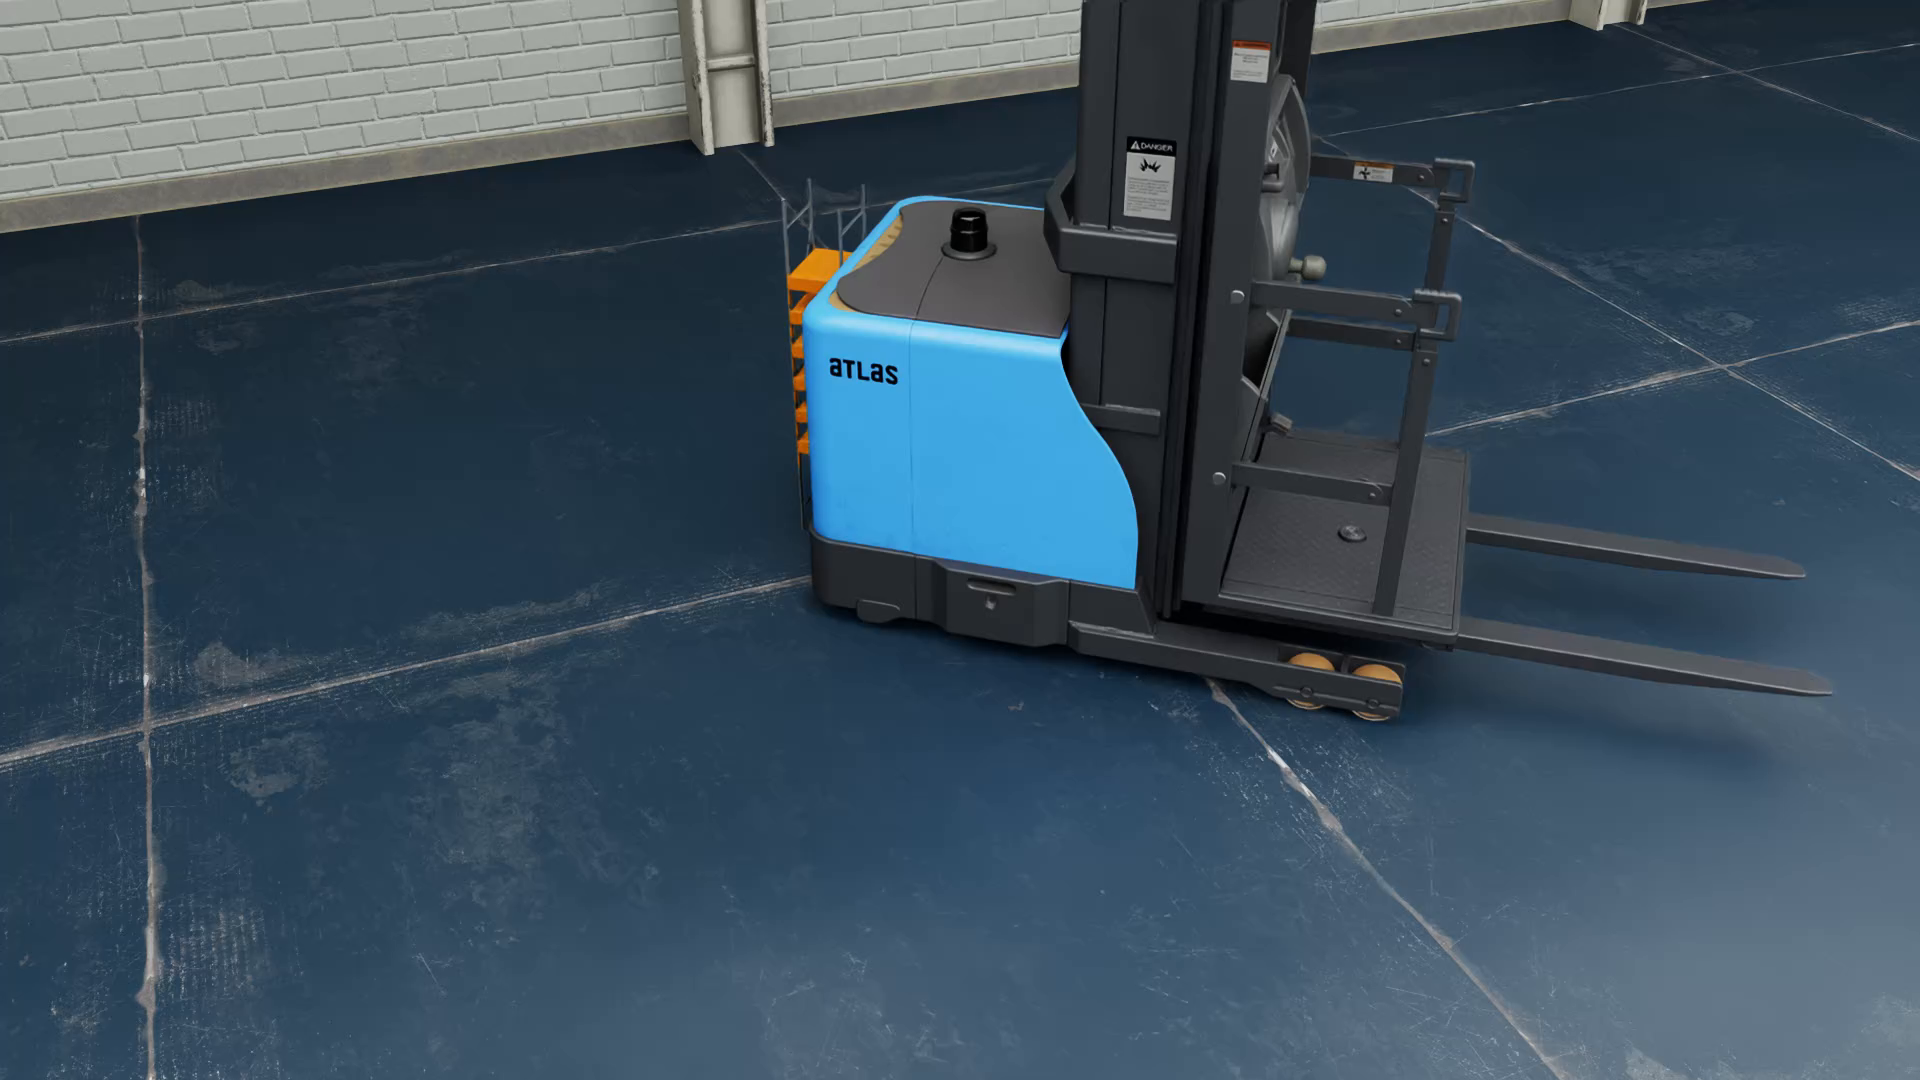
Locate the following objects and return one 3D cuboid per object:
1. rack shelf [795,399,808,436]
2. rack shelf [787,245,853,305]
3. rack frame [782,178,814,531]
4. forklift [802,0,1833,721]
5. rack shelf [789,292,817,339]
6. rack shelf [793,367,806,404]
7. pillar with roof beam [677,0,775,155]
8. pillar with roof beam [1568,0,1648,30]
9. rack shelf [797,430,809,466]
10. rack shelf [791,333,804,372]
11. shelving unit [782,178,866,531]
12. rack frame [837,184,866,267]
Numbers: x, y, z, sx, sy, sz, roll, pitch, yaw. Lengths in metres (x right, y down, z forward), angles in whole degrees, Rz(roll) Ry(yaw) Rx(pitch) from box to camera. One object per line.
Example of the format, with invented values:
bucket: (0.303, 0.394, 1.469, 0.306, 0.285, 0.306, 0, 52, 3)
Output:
rack shelf: (-0.428, -0.445, 5.635, 0.180, 0.103, 0.258, 9, 34, 14)
rack shelf: (-0.428, -0.847, 5.373, 0.180, 0.103, 0.258, 9, 34, 14)
rack frame: (-0.515, -0.597, 5.567, 0.006, 1.200, 0.240, 9, 34, 14)
forklift: (1.098, -1.017, 4.625, 3.031, 2.935, 1.130, 9, 34, 14)
rack shelf: (-0.428, -0.747, 5.439, 0.180, 0.103, 0.258, 9, 34, 14)
rack shelf: (-0.428, -0.546, 5.570, 0.180, 0.103, 0.258, 9, 34, 14)
pillar with roof beam: (0.417, -3.791, 3.325, 0.400, 9.000, 9.100, -13, 35, -19)
pillar with roof beam: (5.949, -5.058, 5.272, 0.400, 9.000, 9.100, -13, 35, -19)
rack shelf: (-0.428, -0.344, 5.701, 0.180, 0.103, 0.258, 9, 34, 14)
rack shelf: (-0.428, -0.646, 5.504, 0.180, 0.103, 0.258, 9, 34, 14)
shelving unit: (-0.428, -0.583, 5.546, 0.189, 1.200, 0.258, 9, 34, 14)
rack frame: (-0.340, -0.569, 5.524, 0.006, 1.200, 0.240, 9, 34, 14)
